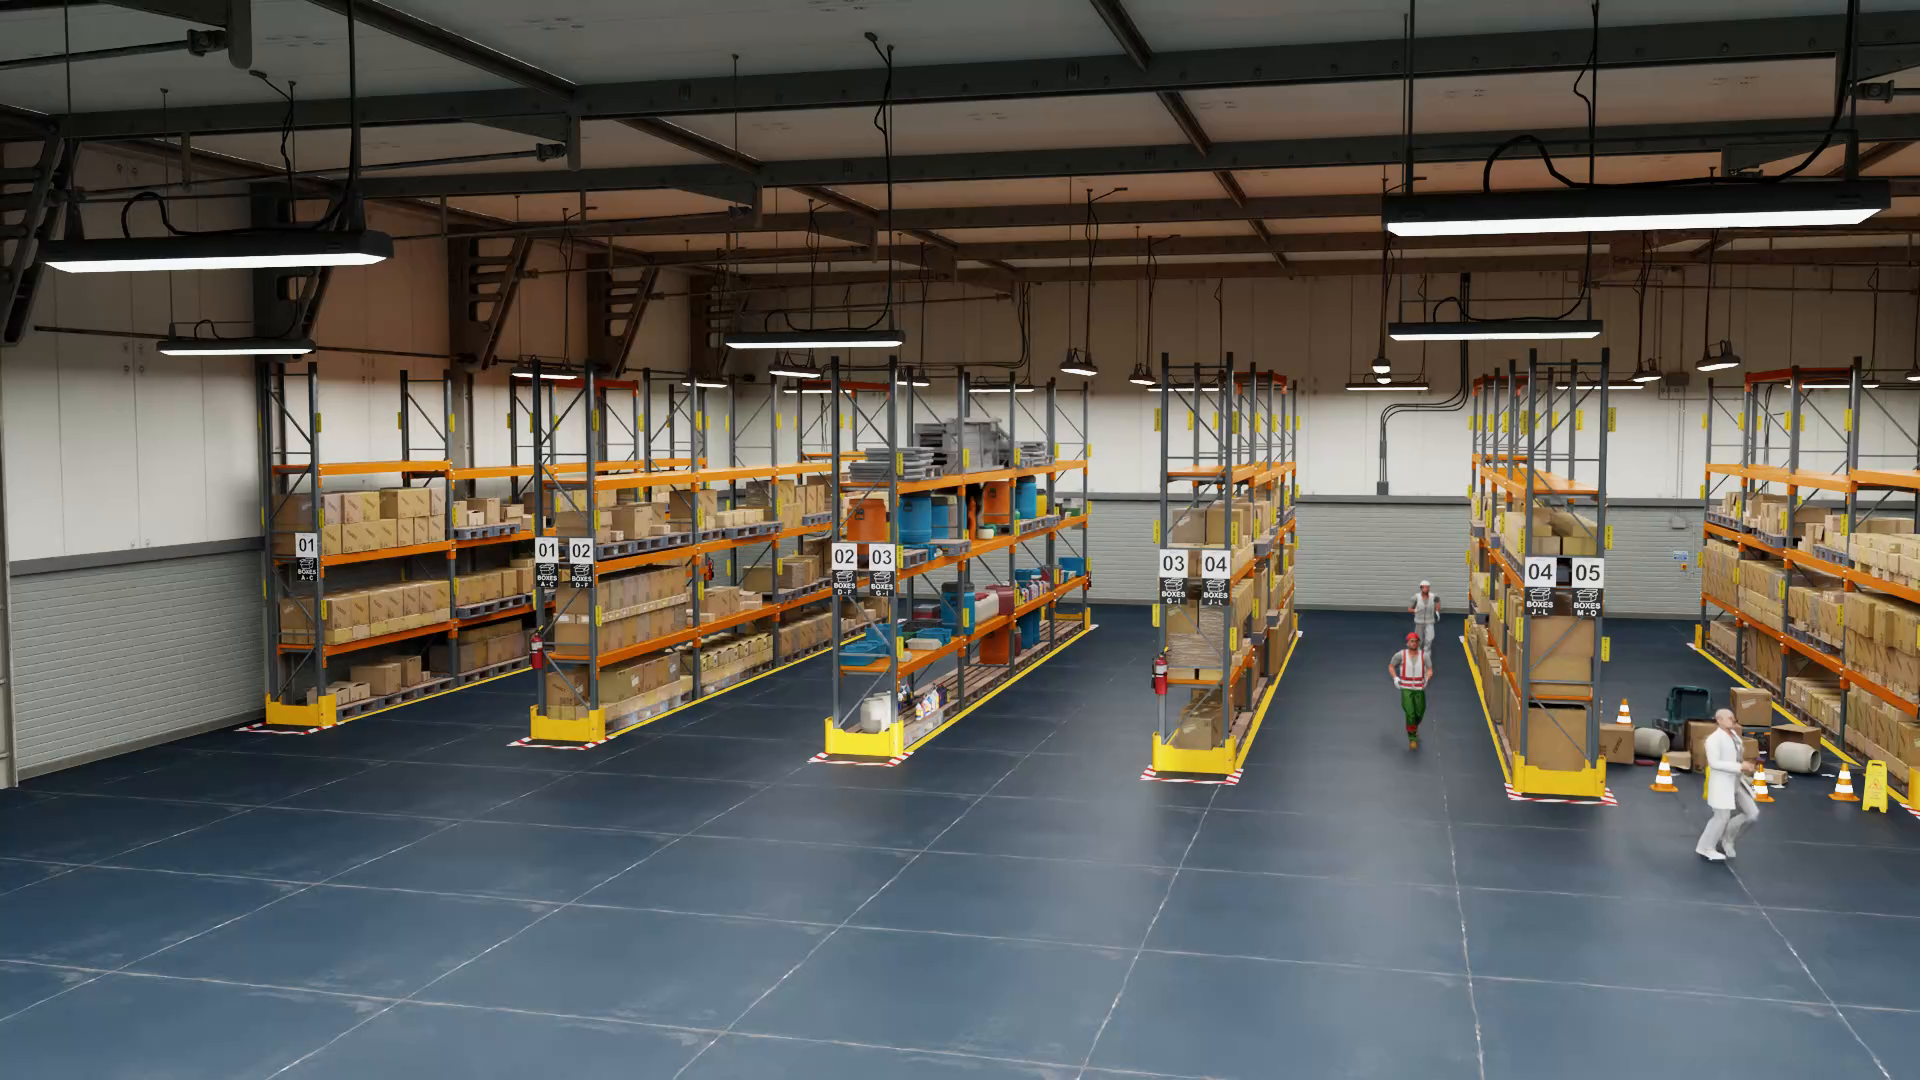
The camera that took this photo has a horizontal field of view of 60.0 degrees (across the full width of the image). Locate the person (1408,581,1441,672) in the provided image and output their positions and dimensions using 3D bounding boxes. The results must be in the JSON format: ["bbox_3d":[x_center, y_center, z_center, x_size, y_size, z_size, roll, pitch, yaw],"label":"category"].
[{"bbox_3d":[9.450,1.733,33.850,0.651,1.838,0.965,1,4,14],"label":"person"}]

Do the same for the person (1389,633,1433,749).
[{"bbox_3d":[6.992,2.309,25.775,0.667,1.766,0.741,0,4,6],"label":"person"}]

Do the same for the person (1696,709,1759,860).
[{"bbox_3d":[8.758,2.792,18.911,0.703,1.751,0.723,-2,5,-31],"label":"person"}]
